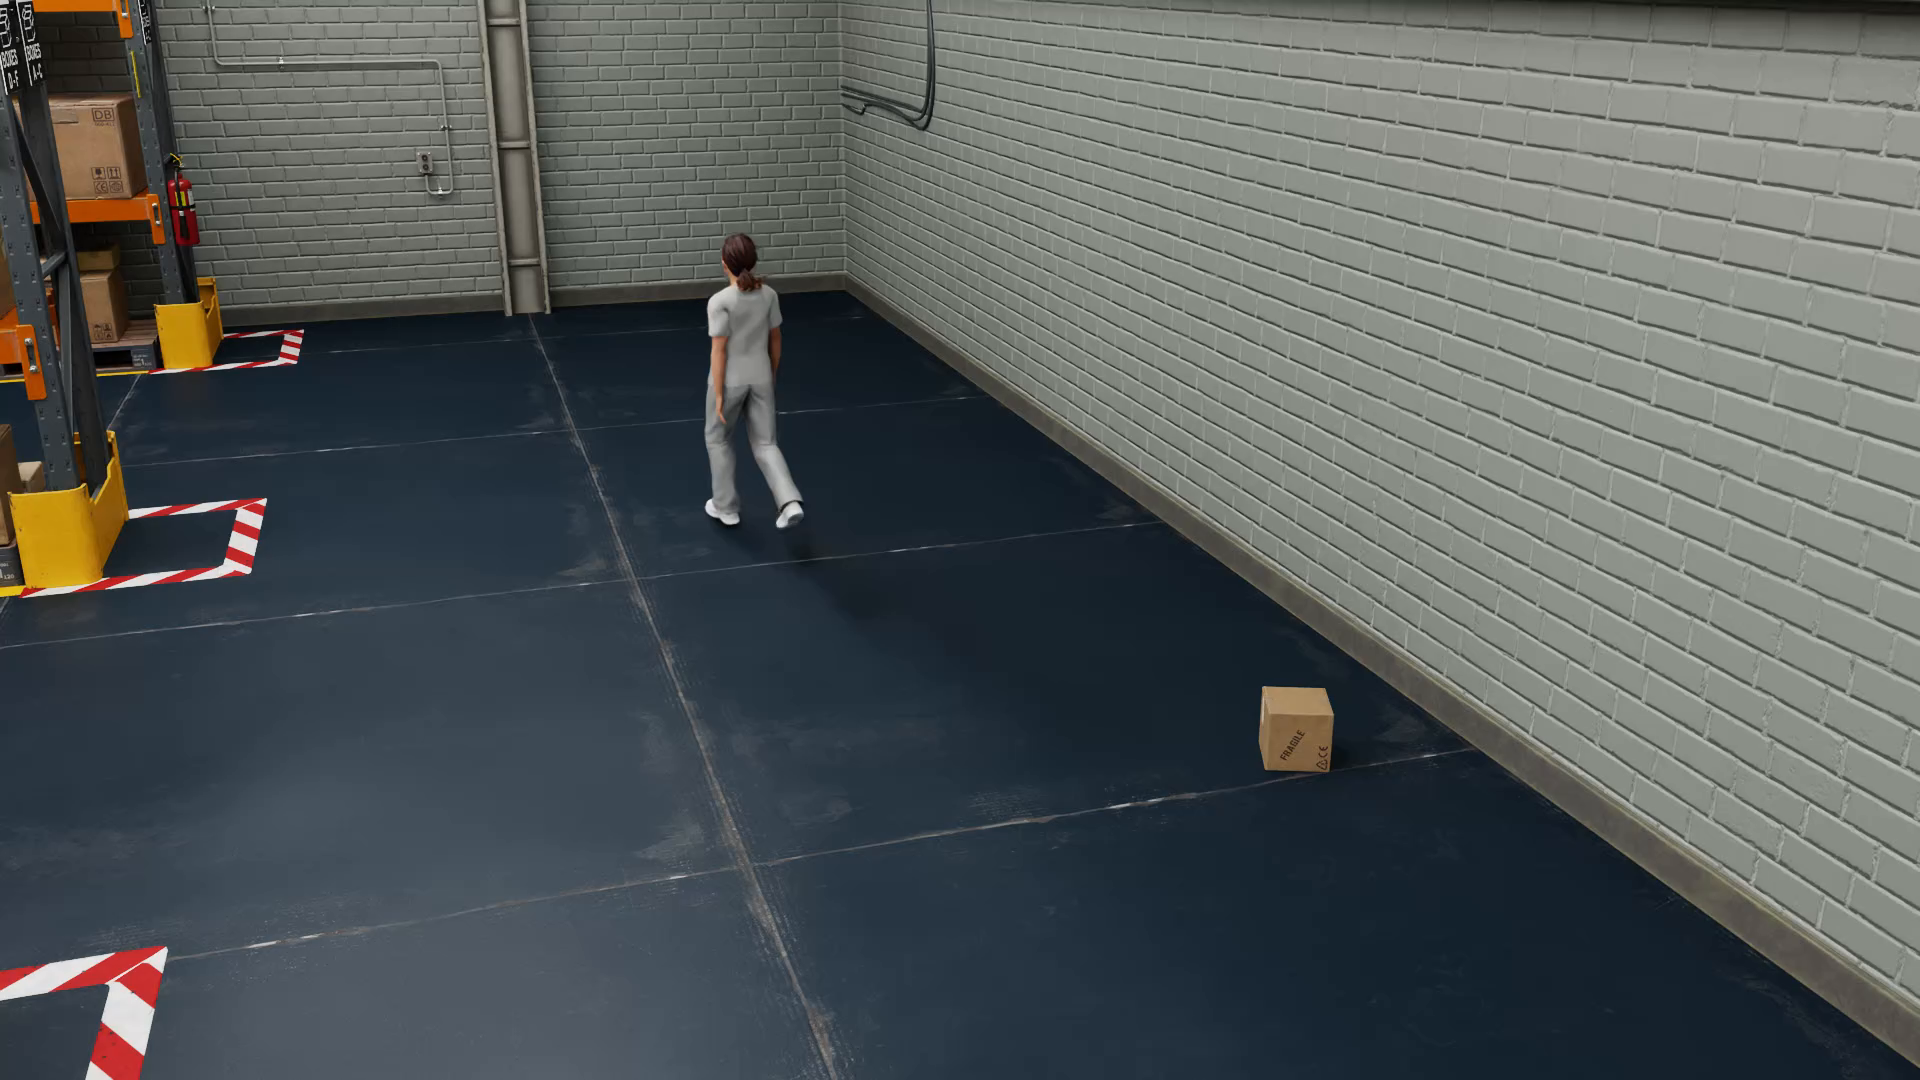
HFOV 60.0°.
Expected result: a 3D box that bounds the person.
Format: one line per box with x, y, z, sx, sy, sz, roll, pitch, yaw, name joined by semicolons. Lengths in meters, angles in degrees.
-1.135;-0.822;8.903;0.446;1.635;0.907;-11;22;-29;person
